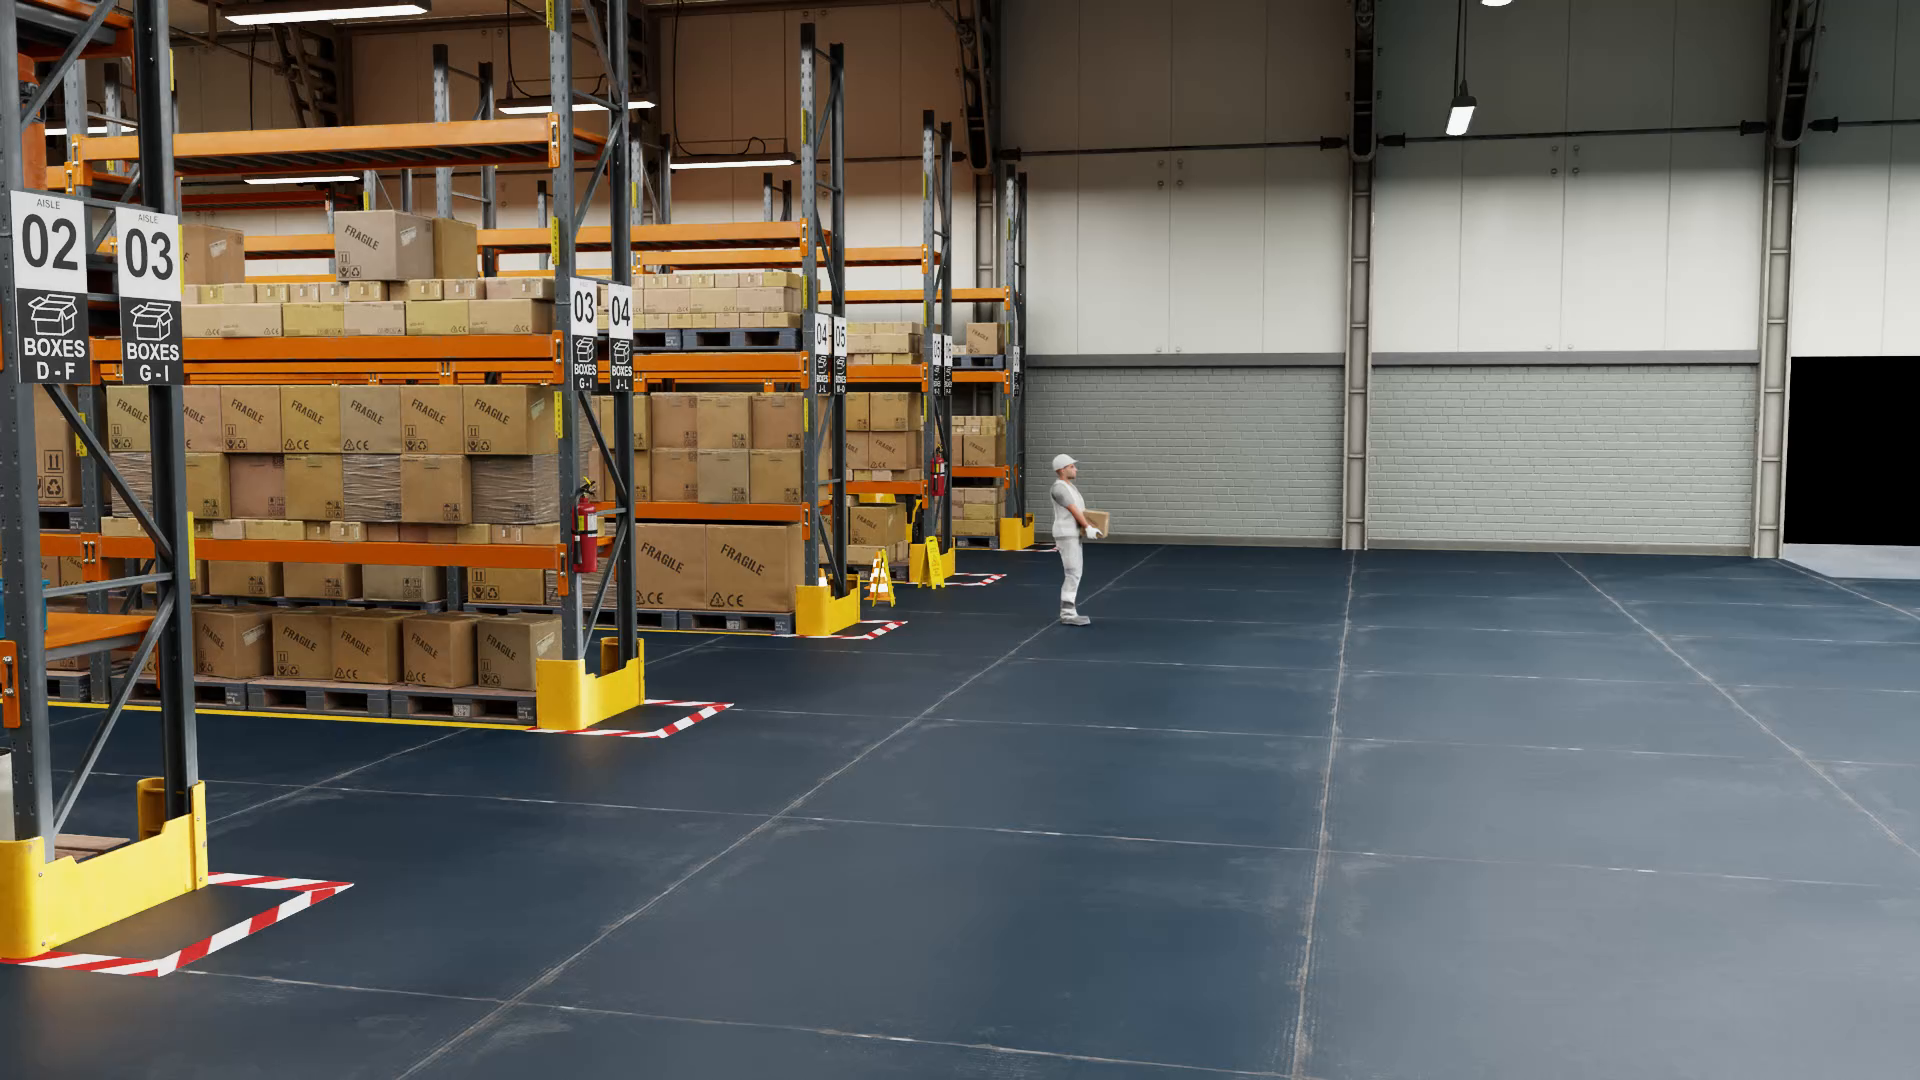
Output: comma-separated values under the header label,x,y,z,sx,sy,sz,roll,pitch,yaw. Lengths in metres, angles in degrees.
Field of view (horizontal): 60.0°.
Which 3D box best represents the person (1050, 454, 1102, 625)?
label,x,y,z,sx,sy,sz,roll,pitch,yaw
person,1.240,-0.007,17.440,0.561,1.782,0.493,1,5,14
